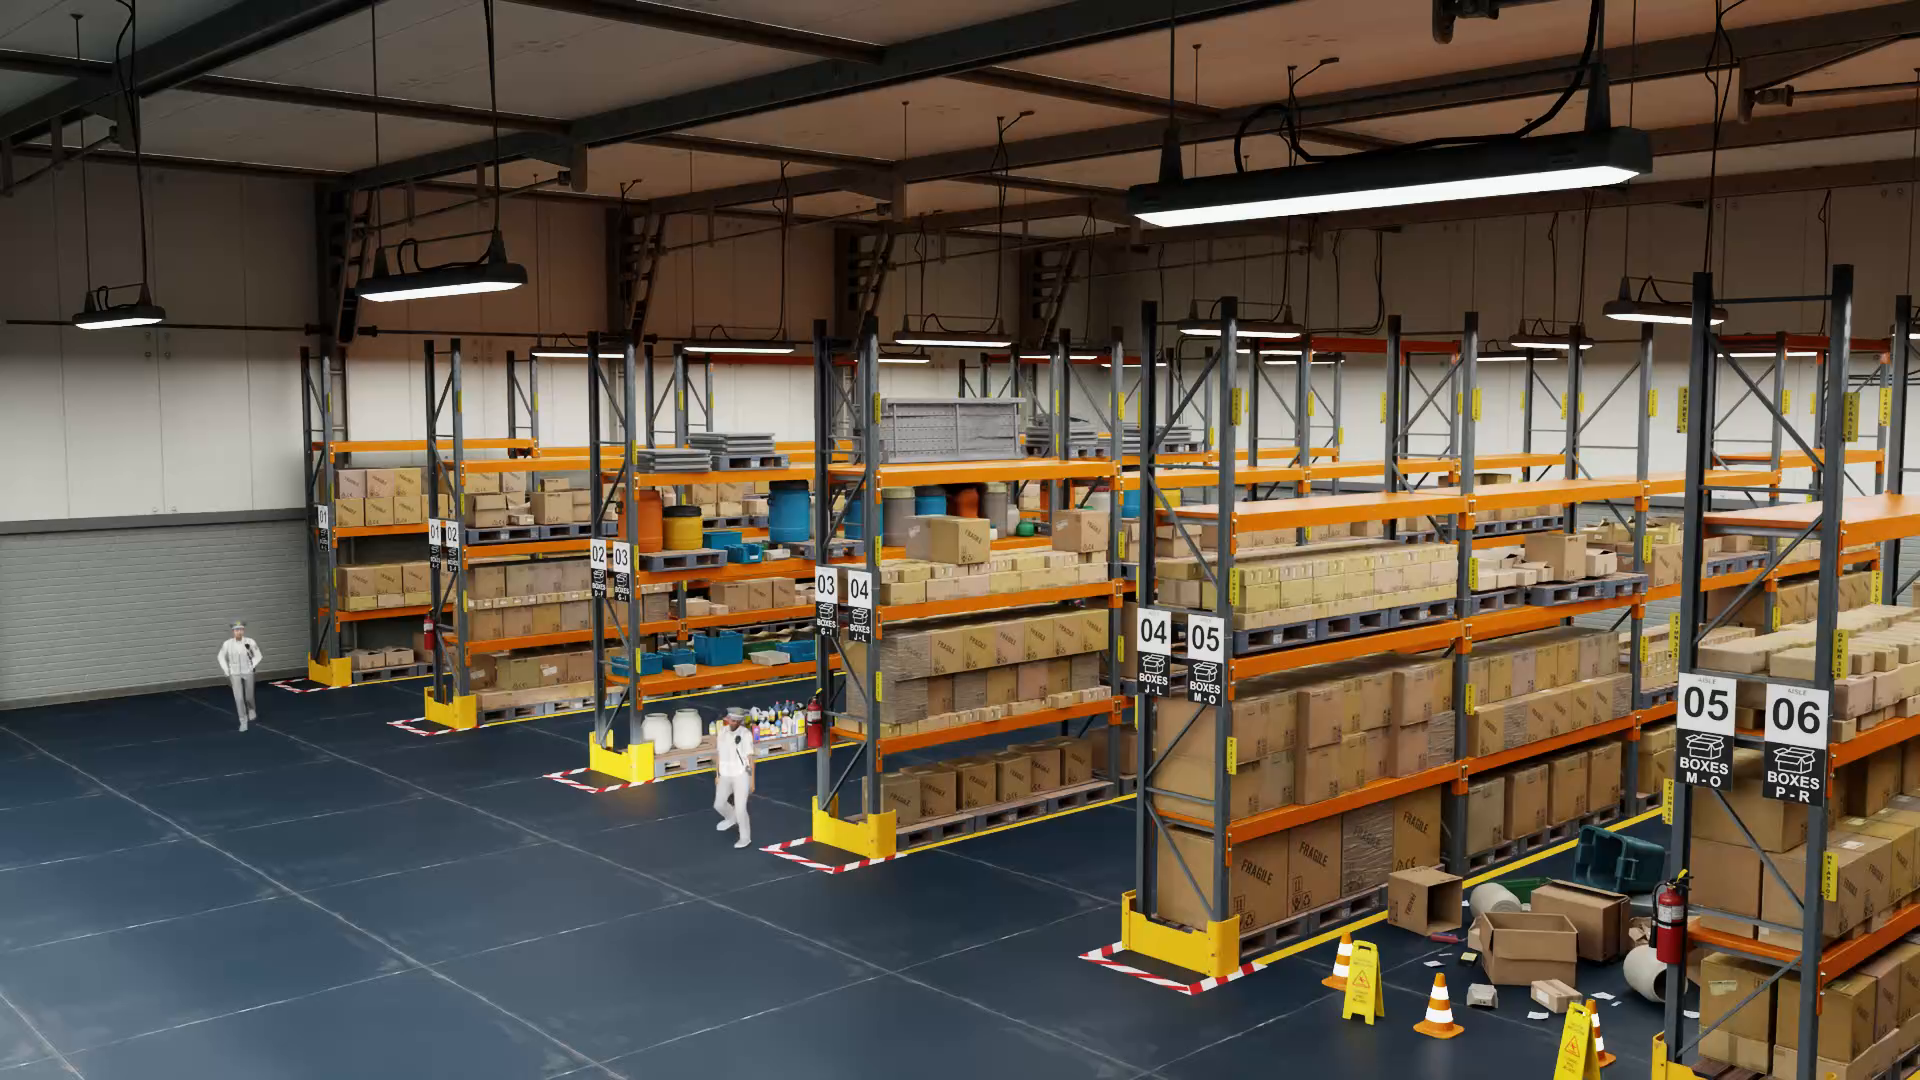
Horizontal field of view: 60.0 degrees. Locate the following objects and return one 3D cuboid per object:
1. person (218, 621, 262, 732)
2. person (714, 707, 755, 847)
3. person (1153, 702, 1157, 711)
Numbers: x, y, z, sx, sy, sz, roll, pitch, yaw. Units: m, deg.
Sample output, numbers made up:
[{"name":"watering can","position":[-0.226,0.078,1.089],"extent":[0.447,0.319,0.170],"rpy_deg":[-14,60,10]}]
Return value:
[{"name":"person","position":[-11.125,2.076,25.708],"extent":[0.635,1.689,0.726],"rpy_deg":[-2,5,-20]},{"name":"person","position":[-2.605,2.677,19.149],"extent":[0.658,1.613,0.636],"rpy_deg":[2,5,22]},{"name":"person","position":[2.983,1.851,25.465],"extent":[0.541,1.600,0.686],"rpy_deg":[3,6,30]}]
